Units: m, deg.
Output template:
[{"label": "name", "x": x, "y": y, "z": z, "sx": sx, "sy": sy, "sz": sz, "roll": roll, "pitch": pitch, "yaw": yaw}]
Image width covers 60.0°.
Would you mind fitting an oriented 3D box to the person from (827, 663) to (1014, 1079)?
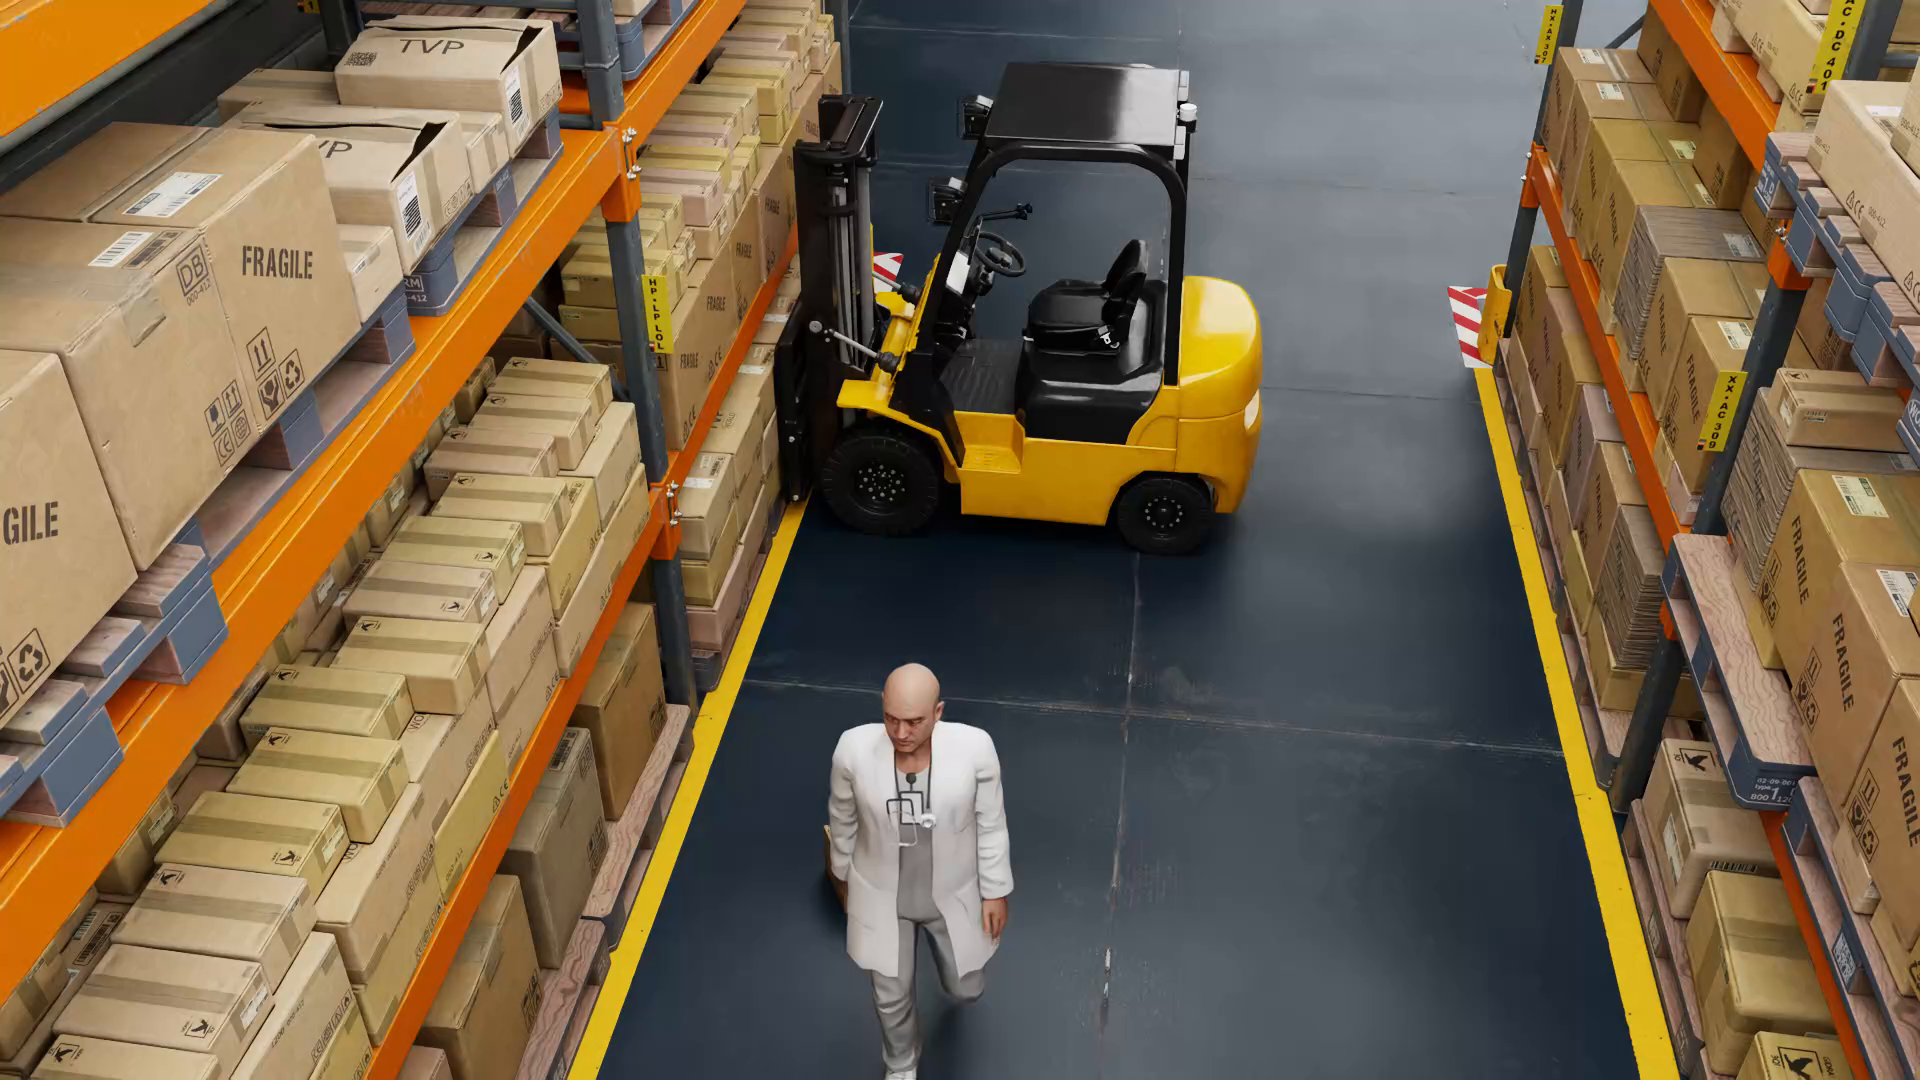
[{"label": "person", "x": -0.125, "y": 1.100, "z": 5.475, "sx": 0.604, "sy": 1.764, "sz": 0.717, "roll": 1, "pitch": 36, "yaw": 1}]
